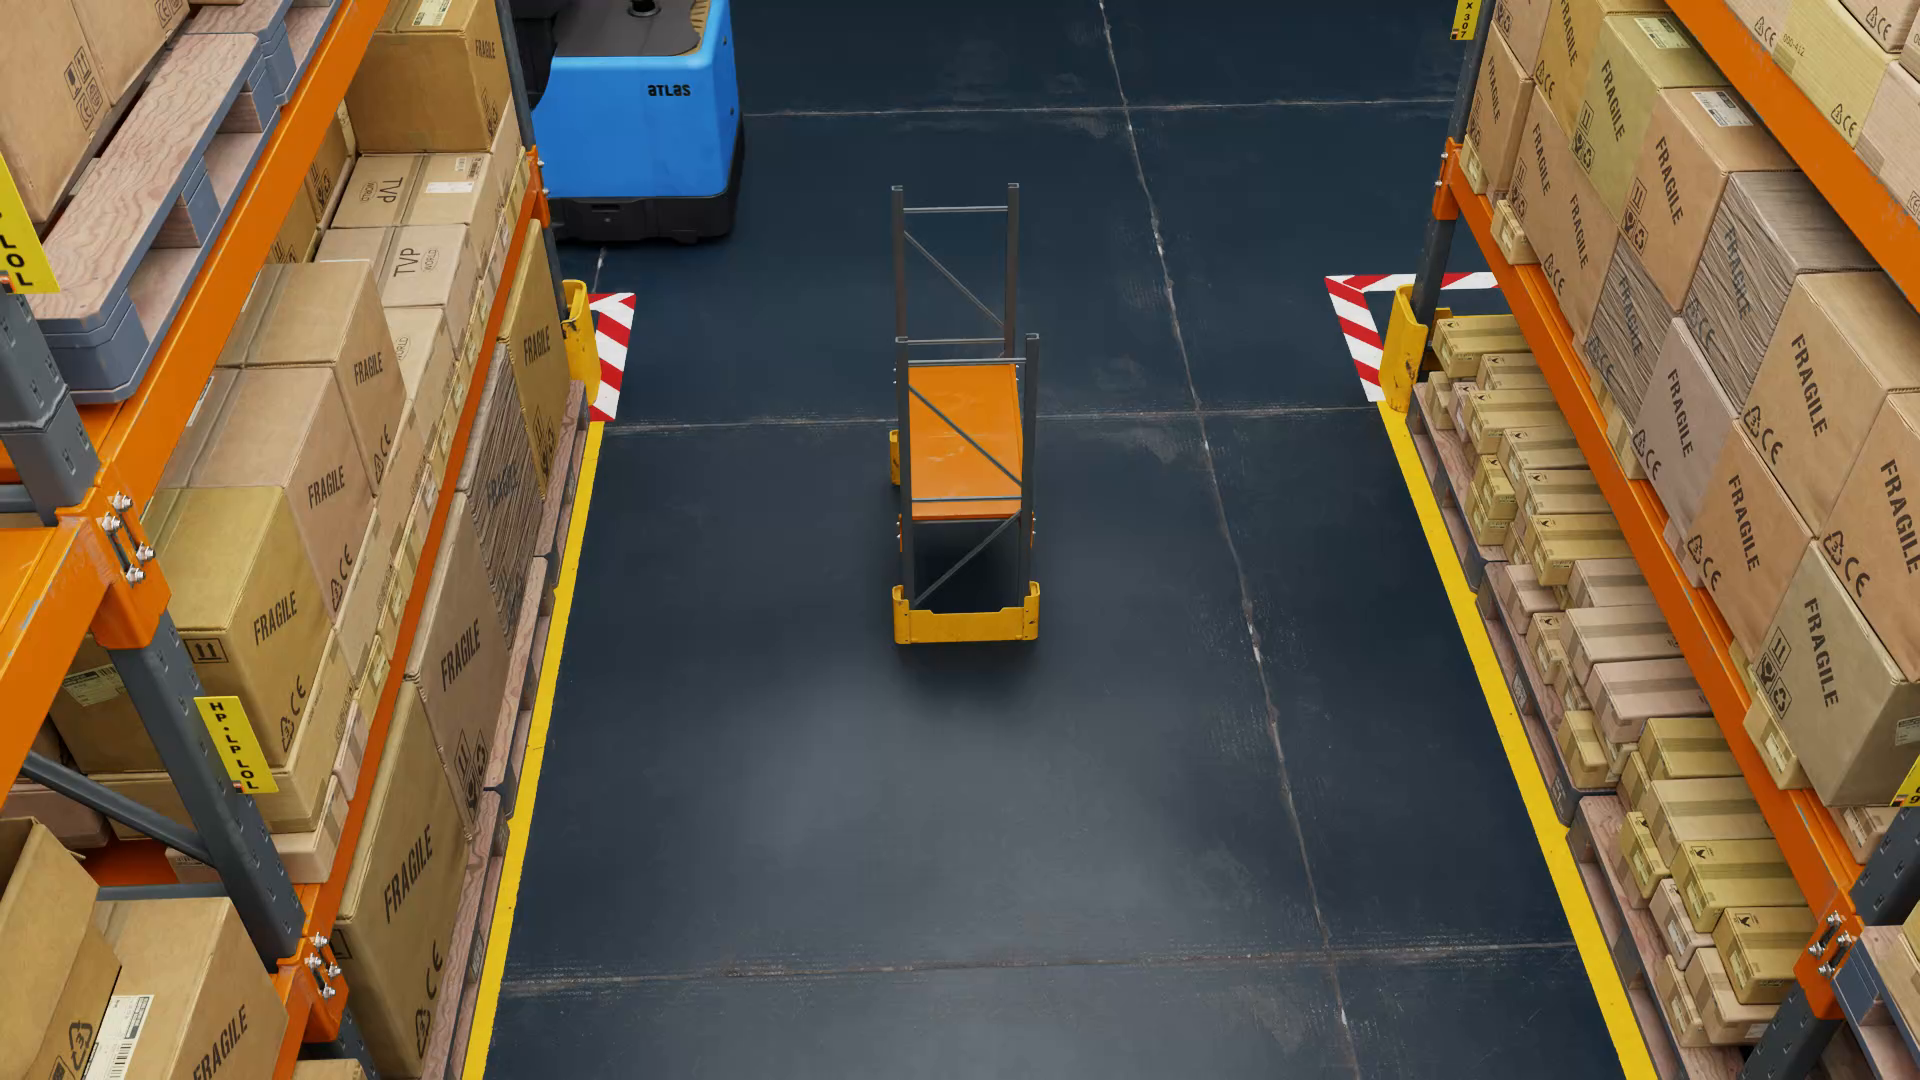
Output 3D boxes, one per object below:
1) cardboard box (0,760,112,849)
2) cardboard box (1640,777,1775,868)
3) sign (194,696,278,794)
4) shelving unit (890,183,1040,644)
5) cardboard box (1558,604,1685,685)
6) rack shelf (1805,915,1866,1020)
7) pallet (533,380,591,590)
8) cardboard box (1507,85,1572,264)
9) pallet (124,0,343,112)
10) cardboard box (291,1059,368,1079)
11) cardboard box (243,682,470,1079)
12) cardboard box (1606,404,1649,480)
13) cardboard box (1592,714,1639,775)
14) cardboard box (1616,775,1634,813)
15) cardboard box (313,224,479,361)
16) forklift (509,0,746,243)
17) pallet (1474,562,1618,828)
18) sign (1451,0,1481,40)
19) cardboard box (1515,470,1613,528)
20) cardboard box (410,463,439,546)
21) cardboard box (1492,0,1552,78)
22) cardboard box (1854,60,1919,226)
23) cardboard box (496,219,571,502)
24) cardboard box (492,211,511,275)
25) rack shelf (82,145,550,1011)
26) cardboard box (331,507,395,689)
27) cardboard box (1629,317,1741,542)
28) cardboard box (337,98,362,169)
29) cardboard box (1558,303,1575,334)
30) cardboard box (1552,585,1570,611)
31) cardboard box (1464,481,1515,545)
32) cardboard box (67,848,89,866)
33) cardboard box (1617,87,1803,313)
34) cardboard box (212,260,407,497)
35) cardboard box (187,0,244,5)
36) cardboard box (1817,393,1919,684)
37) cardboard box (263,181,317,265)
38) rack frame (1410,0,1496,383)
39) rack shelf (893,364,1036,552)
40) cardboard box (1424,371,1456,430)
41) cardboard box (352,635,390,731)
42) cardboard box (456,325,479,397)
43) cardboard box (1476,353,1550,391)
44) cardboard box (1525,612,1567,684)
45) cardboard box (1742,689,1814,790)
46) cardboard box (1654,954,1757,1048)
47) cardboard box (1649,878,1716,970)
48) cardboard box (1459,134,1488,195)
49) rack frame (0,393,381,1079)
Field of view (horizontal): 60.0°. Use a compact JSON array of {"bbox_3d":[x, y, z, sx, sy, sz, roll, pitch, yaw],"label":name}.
[{"bbox_3d":[-2.445,0.537,4.335,0.500,0.250,0.500,-2,43,-3],"label":"cardboard box"},{"bbox_3d":[2.452,0.913,5.393,0.380,0.149,0.250,-2,43,-2],"label":"cardboard box"},{"bbox_3d":[-1.623,0.463,3.727,0.100,0.325,0.005,-2,43,-2],"label":"sign"},{"bbox_3d":[0.003,-0.501,6.687,0.587,1.500,1.083,-2,43,-2],"label":"shelving unit"},{"bbox_3d":[2.391,0.374,5.981,0.380,0.149,0.250,-3,43,-3],"label":"cardboard box"},{"bbox_3d":[2.880,2.424,2.918,1.077,0.370,4.000,-2,43,-2],"label":"rack shelf"},{"bbox_3d":[-2.222,-0.252,7.369,1.003,0.211,1.213,-2,43,-2],"label":"pallet"},{"bbox_3d":[2.417,-1.367,6.227,0.500,0.500,0.500,-2,43,-2],"label":"cardboard box"},{"bbox_3d":[-2.237,-1.565,4.583,1.003,0.211,1.213,-2,43,-2],"label":"pallet"},{"bbox_3d":[-2.117,1.942,4.173,1.225,0.875,0.875,-2,43,-2],"label":"cardboard box"},{"bbox_3d":[-2.112,1.063,5.132,0.875,0.875,0.875,-2,43,-2],"label":"cardboard box"},{"bbox_3d":[2.411,-0.339,5.585,0.380,0.149,0.250,-1,43,-1],"label":"cardboard box"},{"bbox_3d":[2.468,0.685,5.862,0.380,0.149,0.250,-1,43,-1],"label":"cardboard box"},{"bbox_3d":[2.545,0.914,5.832,0.380,0.149,0.250,-3,43,-3],"label":"cardboard box"},{"bbox_3d":[-2.006,-0.867,5.867,0.500,0.250,0.500,-3,43,-3],"label":"cardboard box"},{"bbox_3d":[-2.750,-2.997,8.351,3.031,2.935,1.130,0,43,-1],"label":"forklift"},{"bbox_3d":[2.677,0.558,6.485,1.003,0.211,1.213,-2,43,-2],"label":"pallet"},{"bbox_3d":[2.083,-2.196,6.785,0.100,0.325,0.005,-2,43,-2],"label":"sign"},{"bbox_3d":[2.419,-0.143,6.545,0.380,0.149,0.250,0,43,0],"label":"cardboard box"},{"bbox_3d":[-1.900,-0.109,5.335,0.380,0.149,0.250,-1,43,-1],"label":"cardboard box"},{"bbox_3d":[2.379,-2.097,6.283,0.500,0.500,0.500,-2,43,-2],"label":"cardboard box"},{"bbox_3d":[2.495,-0.903,3.906,0.500,0.250,0.500,-2,43,-2],"label":"cardboard box"},{"bbox_3d":[-2.227,-0.760,7.121,0.875,0.875,0.875,-2,43,-2],"label":"cardboard box"},{"bbox_3d":[-1.968,-1.149,6.469,0.380,0.149,0.250,-2,43,-2],"label":"cardboard box"},{"bbox_3d":[-2.249,-0.203,5.784,1.077,0.370,4.000,-2,43,-2],"label":"rack shelf"},{"bbox_3d":[-1.939,0.167,4.738,0.500,0.250,0.500,-2,43,-2],"label":"cardboard box"},{"bbox_3d":[2.452,-0.343,5.110,0.500,0.500,0.500,-2,43,-2],"label":"cardboard box"},{"bbox_3d":[-2.584,-1.541,6.602,0.500,0.250,0.500,-3,43,-3],"label":"cardboard box"},{"bbox_3d":[2.457,-0.863,6.157,0.380,0.149,0.250,-2,43,-2],"label":"cardboard box"},{"bbox_3d":[2.507,0.139,6.457,0.380,0.149,0.250,0,43,0],"label":"cardboard box"},{"bbox_3d":[2.340,-0.116,6.955,0.380,0.149,0.250,-1,43,-1],"label":"cardboard box"},{"bbox_3d":[-2.505,0.779,4.367,0.380,0.149,0.250,-1,43,-2],"label":"cardboard box"},{"bbox_3d":[2.432,-1.060,5.153,0.500,0.500,0.500,-3,43,-3],"label":"cardboard box"},{"bbox_3d":[-1.969,-0.463,4.871,0.500,0.500,0.500,-3,43,-3],"label":"cardboard box"},{"bbox_3d":[-2.156,-1.699,4.205,0.700,0.500,0.500,0,43,0],"label":"cardboard box"},{"bbox_3d":[2.505,-0.016,4.014,0.500,0.500,0.500,-3,43,-3],"label":"cardboard box"},{"bbox_3d":[-2.534,-1.130,5.599,0.500,0.500,0.500,-3,43,-3],"label":"cardboard box"},{"bbox_3d":[2.625,-1.892,7.094,1.000,3.000,0.127,-2,43,-2],"label":"rack frame"},{"bbox_3d":[0.004,-0.363,6.802,0.538,0.185,1.000,-2,43,-2],"label":"rack shelf"},{"bbox_3d":[2.328,-0.633,7.520,0.380,0.149,0.250,-1,43,-1],"label":"cardboard box"},{"bbox_3d":[-1.868,0.411,4.768,0.380,0.149,0.250,0,43,0],"label":"cardboard box"},{"bbox_3d":[-1.934,-0.630,5.903,0.380,0.149,0.250,-1,43,-2],"label":"cardboard box"},{"bbox_3d":[2.440,-0.669,7.119,0.380,0.149,0.250,-1,43,-1],"label":"cardboard box"},{"bbox_3d":[2.407,0.411,6.381,0.380,0.149,0.250,-2,43,-2],"label":"cardboard box"},{"bbox_3d":[2.430,0.544,4.623,0.380,0.149,0.250,-3,43,-3],"label":"cardboard box"},{"bbox_3d":[2.438,1.449,5.248,0.380,0.149,0.250,-1,43,-1],"label":"cardboard box"},{"bbox_3d":[2.440,1.209,5.290,0.380,0.149,0.250,-4,43,-4],"label":"cardboard box"},{"bbox_3d":[2.312,-1.571,6.930,0.380,0.149,0.250,-2,43,-2],"label":"cardboard box"},{"bbox_3d":[-2.164,0.882,4.067,1.000,3.000,0.127,-2,43,-2],"label":"rack frame"}]
